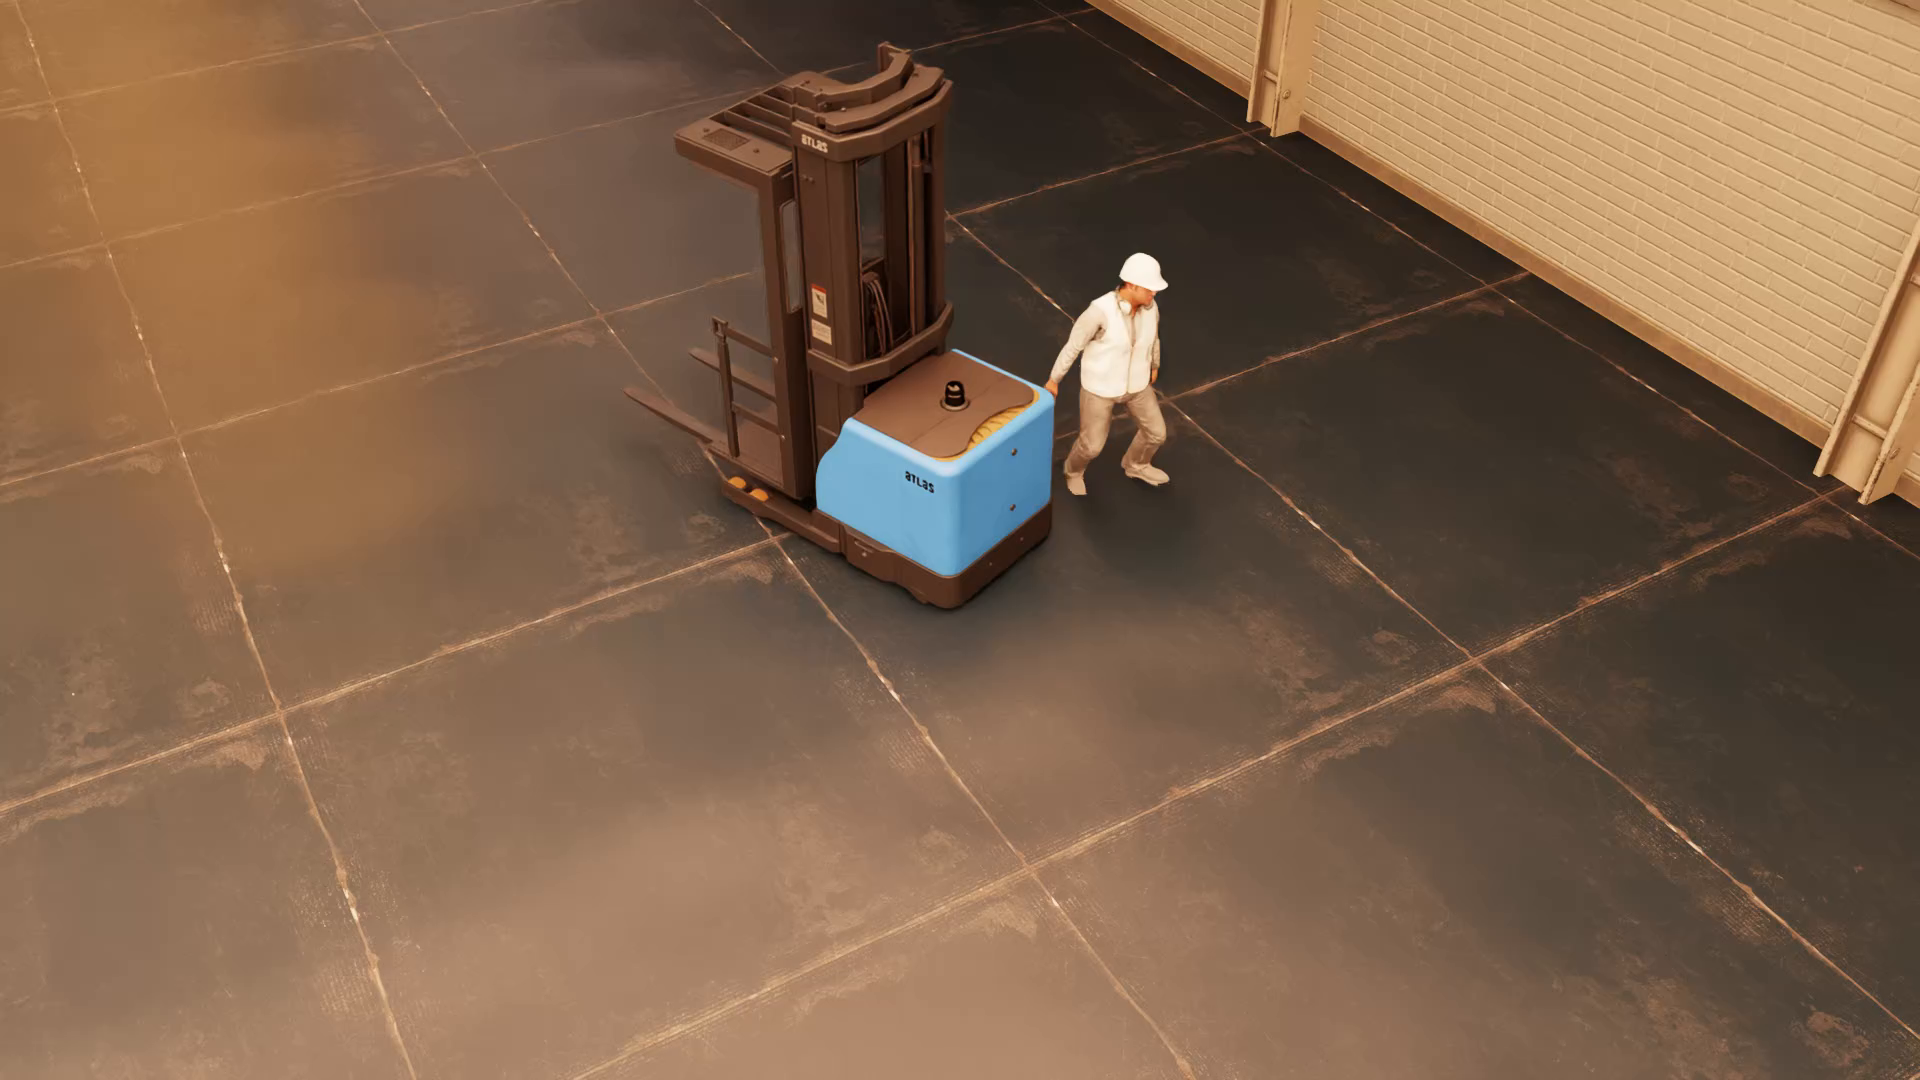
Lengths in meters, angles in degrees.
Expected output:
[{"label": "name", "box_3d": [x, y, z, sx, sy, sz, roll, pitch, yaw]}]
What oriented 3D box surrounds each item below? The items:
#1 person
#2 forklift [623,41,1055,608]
[{"label": "person", "box_3d": [0.918, -0.985, 10.219, 0.848, 1.751, 0.478, -15, 42, -17]}, {"label": "forklift", "box_3d": [-0.891, -1.517, 9.865, 3.031, 2.935, 1.130, 28, 47, 29]}]
